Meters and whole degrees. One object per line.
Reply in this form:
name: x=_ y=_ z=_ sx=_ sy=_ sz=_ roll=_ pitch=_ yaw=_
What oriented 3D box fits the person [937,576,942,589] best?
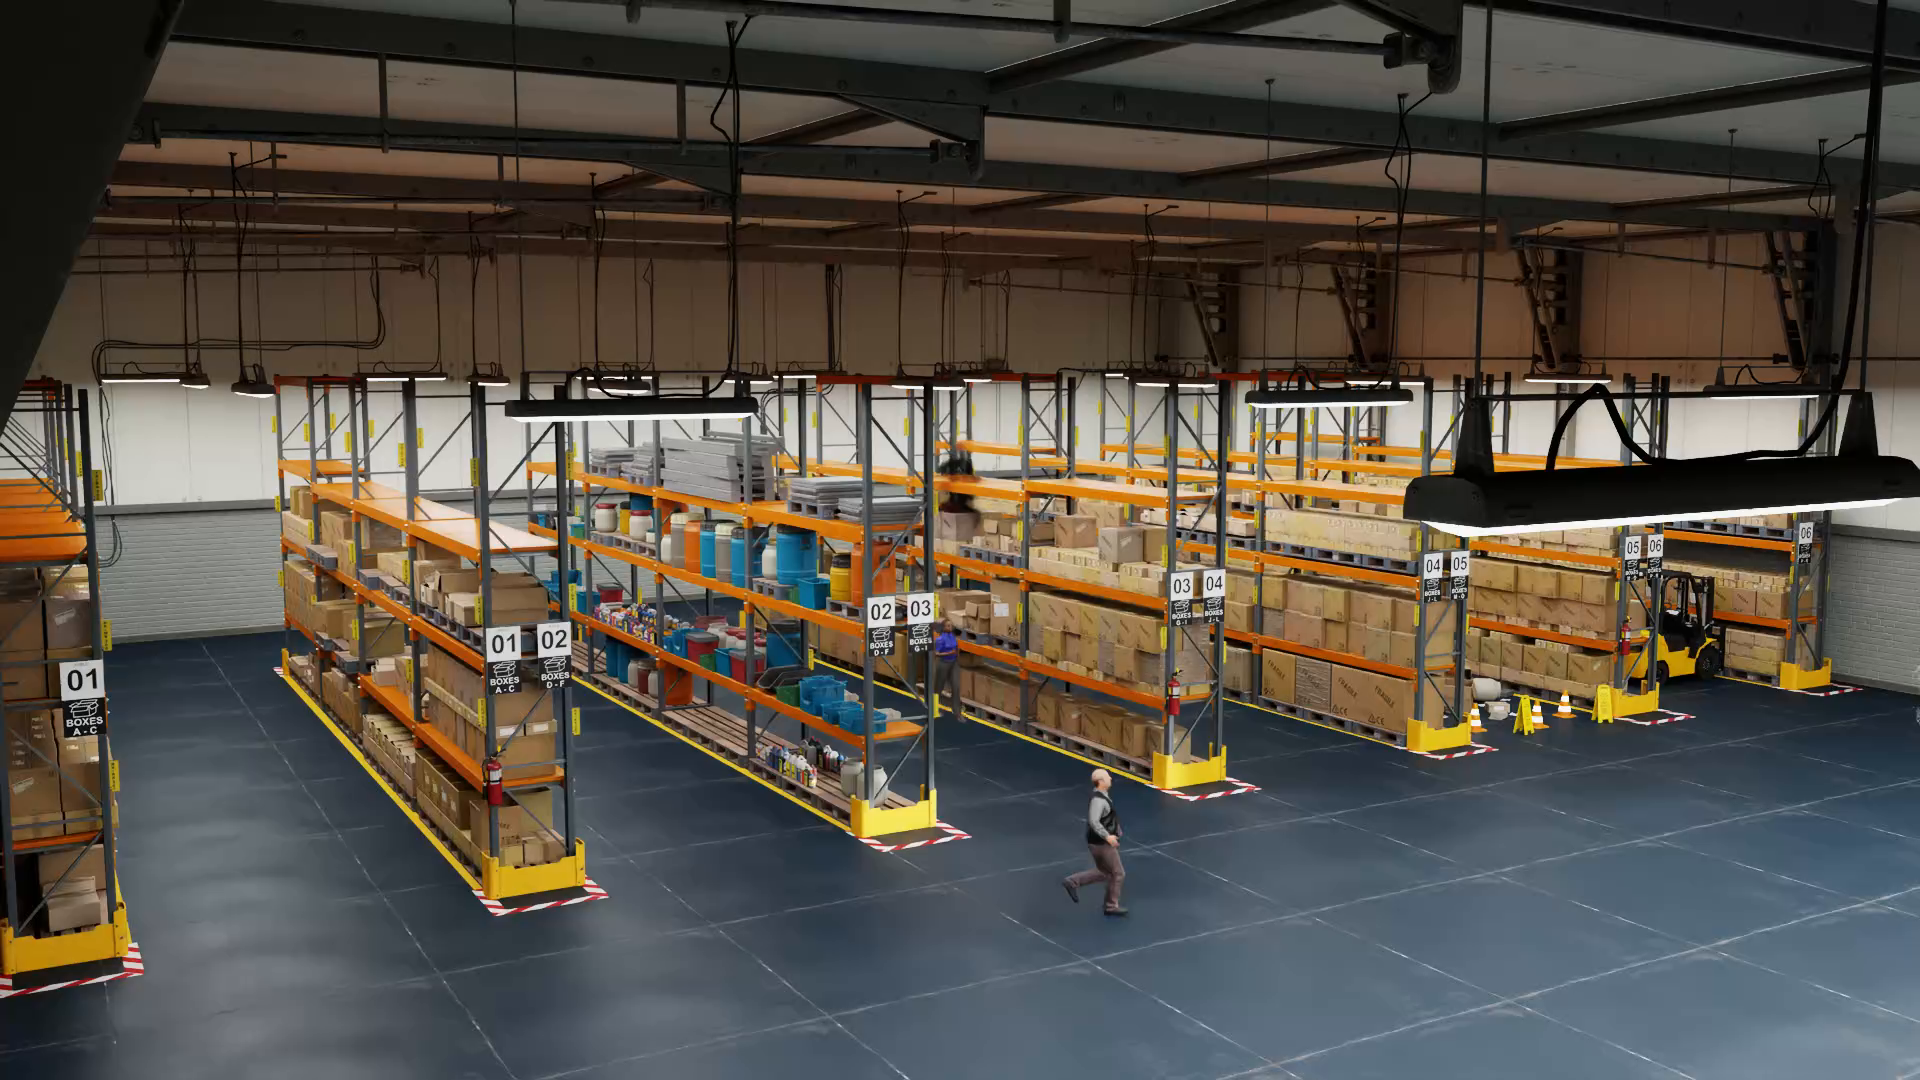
person: x=-0.778 y=1.352 z=38.438 sx=0.702 sy=1.609 sz=1.042 roll=-2 pitch=7 yaw=-21

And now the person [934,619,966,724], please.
person: x=-0.204 y=2.172 z=27.755 sx=0.566 sy=1.718 sz=0.725 roll=-5 pitch=8 yaw=-41

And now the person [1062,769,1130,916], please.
person: x=1.553 y=3.429 z=18.879 sx=0.772 sy=1.686 sz=0.694 roll=0 pitch=6 yaw=-2
